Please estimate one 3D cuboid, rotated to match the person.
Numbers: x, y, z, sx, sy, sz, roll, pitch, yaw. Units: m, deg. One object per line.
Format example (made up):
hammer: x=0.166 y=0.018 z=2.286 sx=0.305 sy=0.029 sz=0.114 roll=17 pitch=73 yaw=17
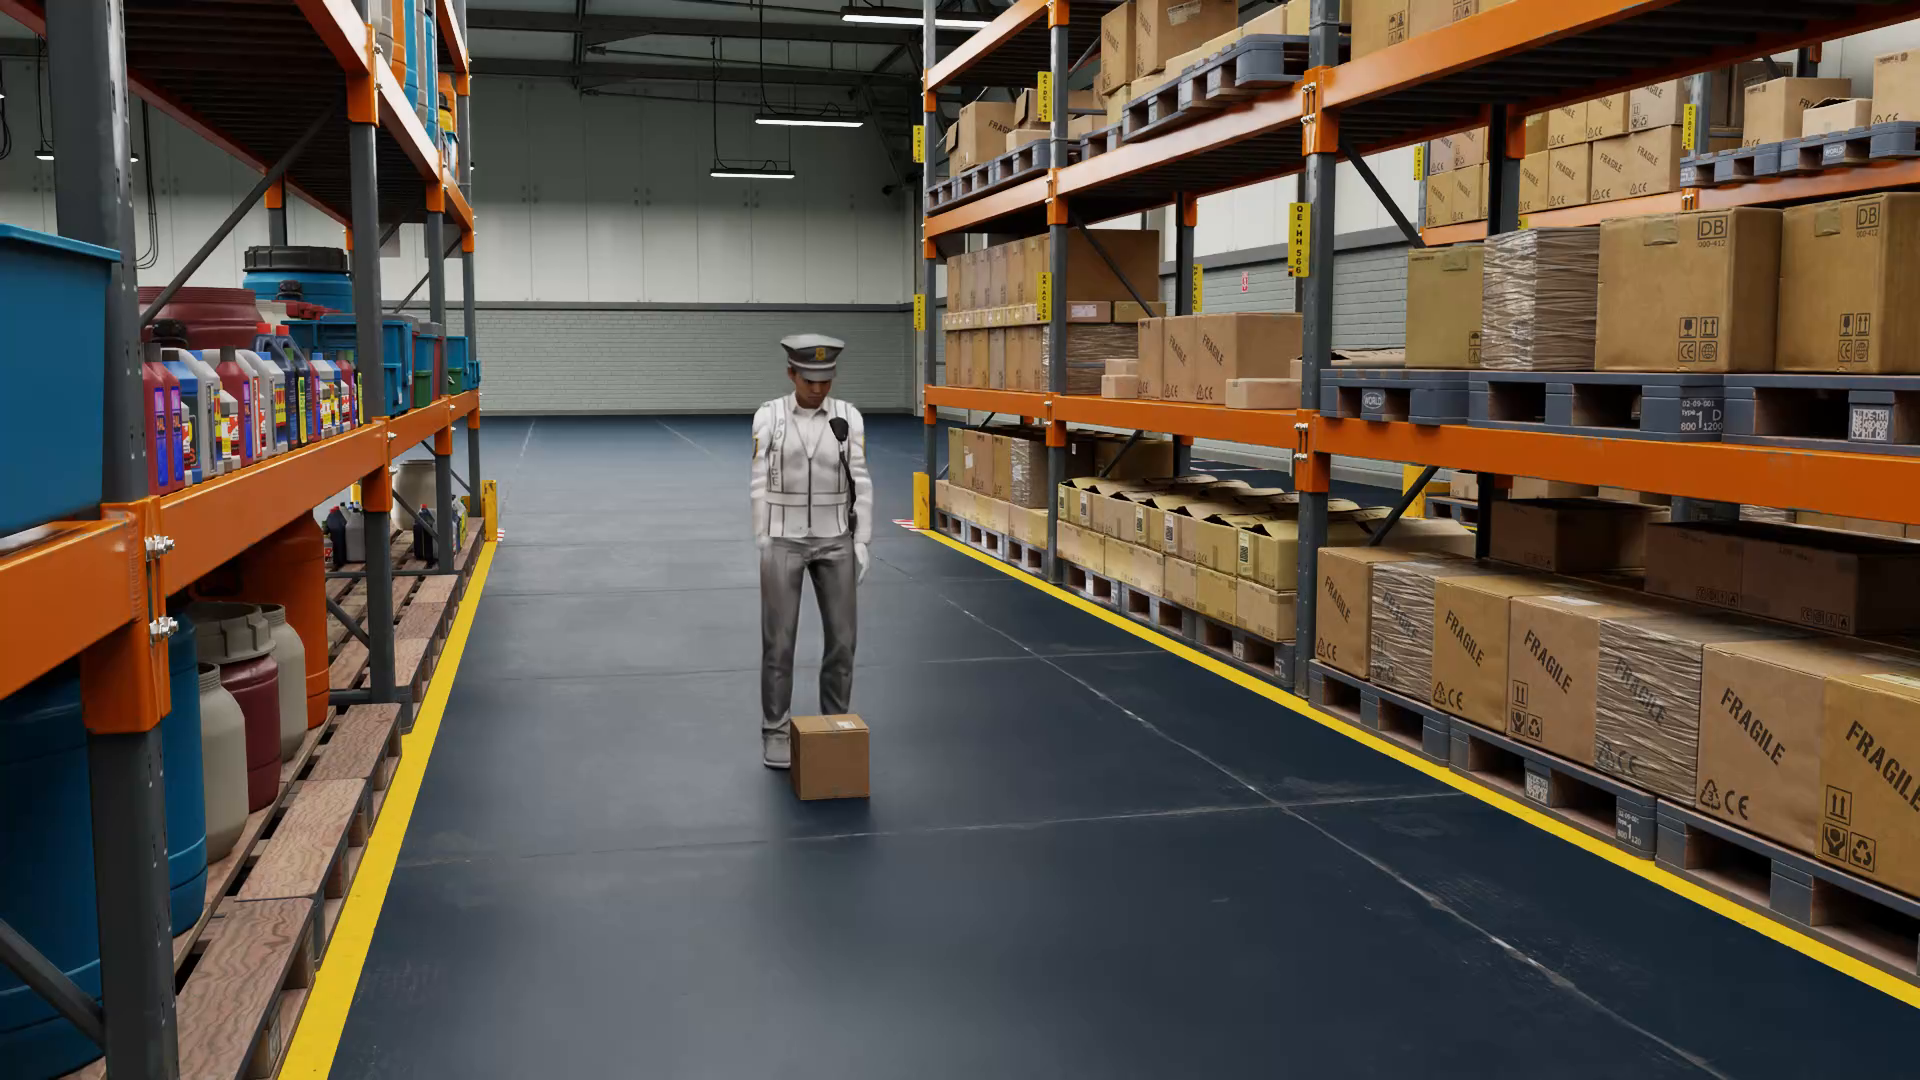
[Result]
person: x=-0.566 y=0.042 z=6.400 sx=0.479 sy=1.655 sz=0.352 roll=-1 pitch=6 yaw=-13
